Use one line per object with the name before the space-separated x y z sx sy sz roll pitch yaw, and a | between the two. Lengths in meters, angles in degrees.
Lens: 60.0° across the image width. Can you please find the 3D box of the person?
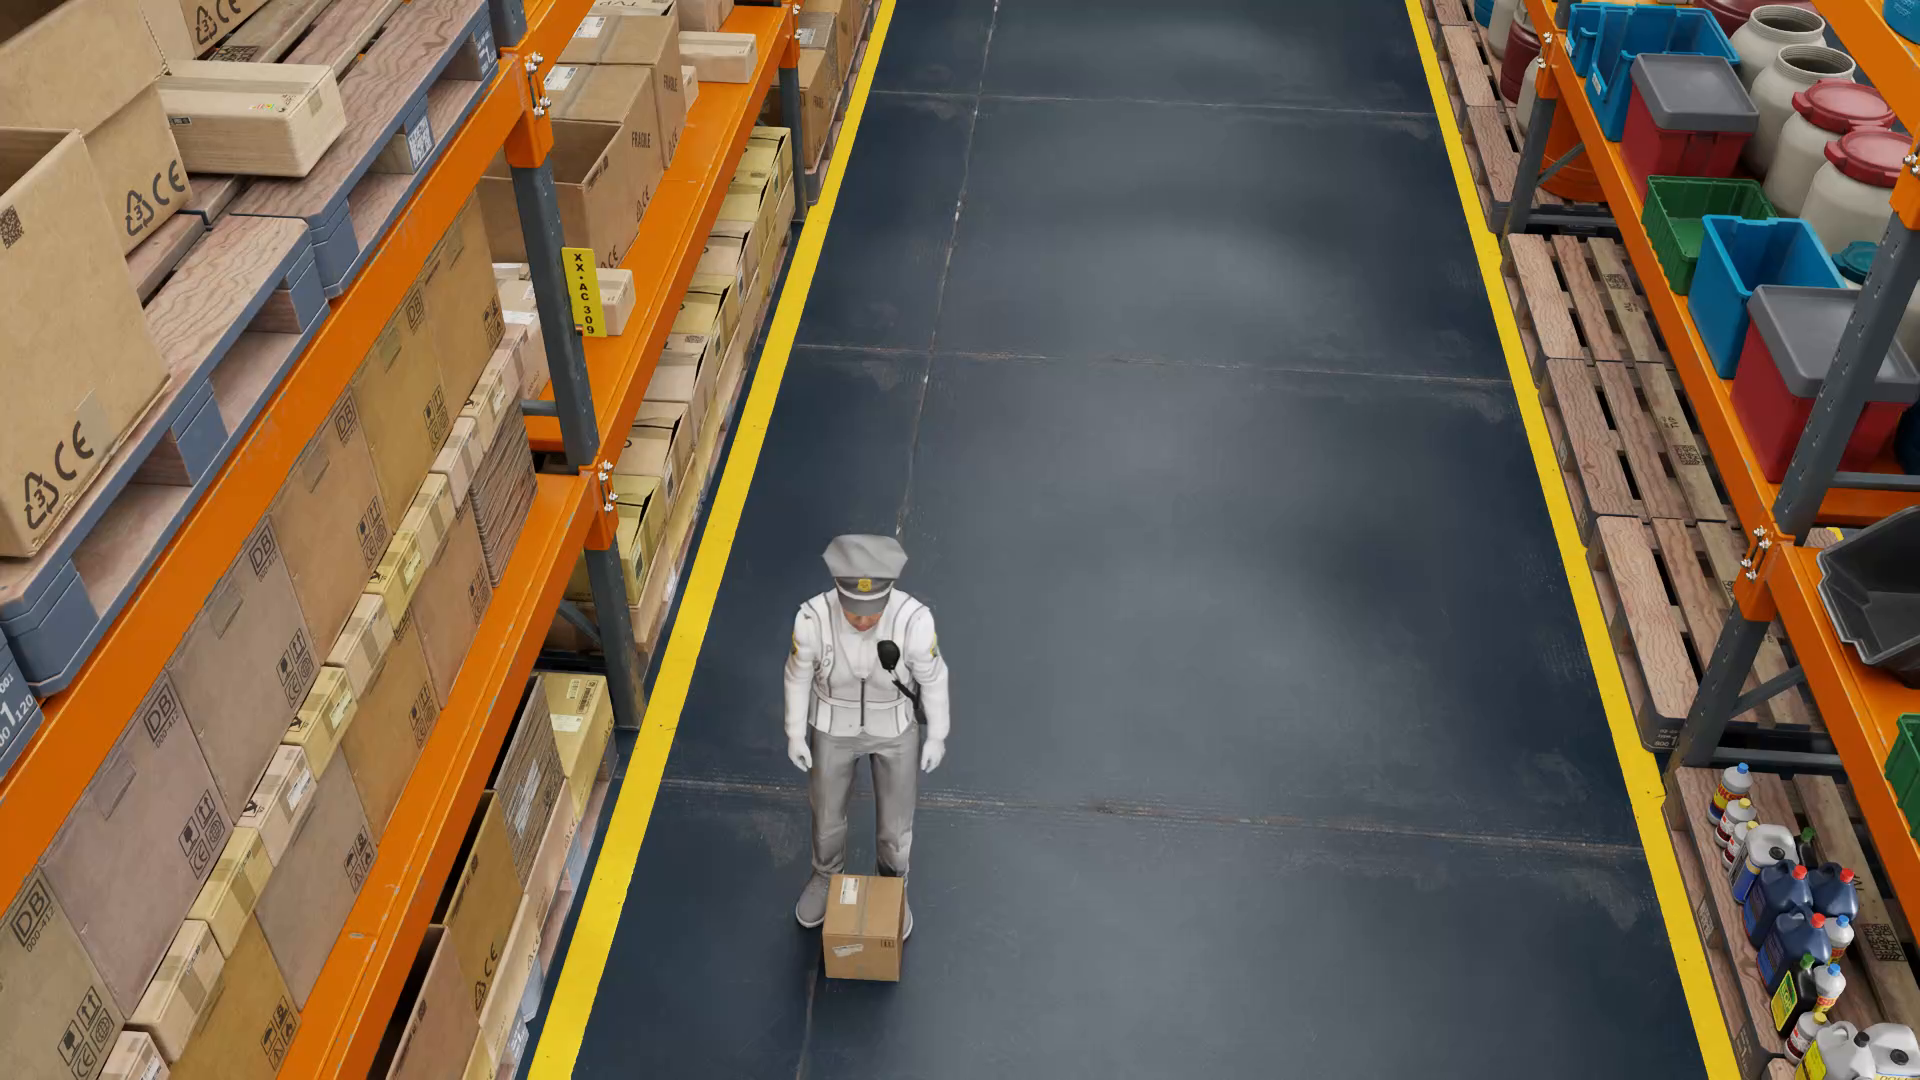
person | -0.306 0.643 5.396 0.544 1.663 0.415 1 40 1
